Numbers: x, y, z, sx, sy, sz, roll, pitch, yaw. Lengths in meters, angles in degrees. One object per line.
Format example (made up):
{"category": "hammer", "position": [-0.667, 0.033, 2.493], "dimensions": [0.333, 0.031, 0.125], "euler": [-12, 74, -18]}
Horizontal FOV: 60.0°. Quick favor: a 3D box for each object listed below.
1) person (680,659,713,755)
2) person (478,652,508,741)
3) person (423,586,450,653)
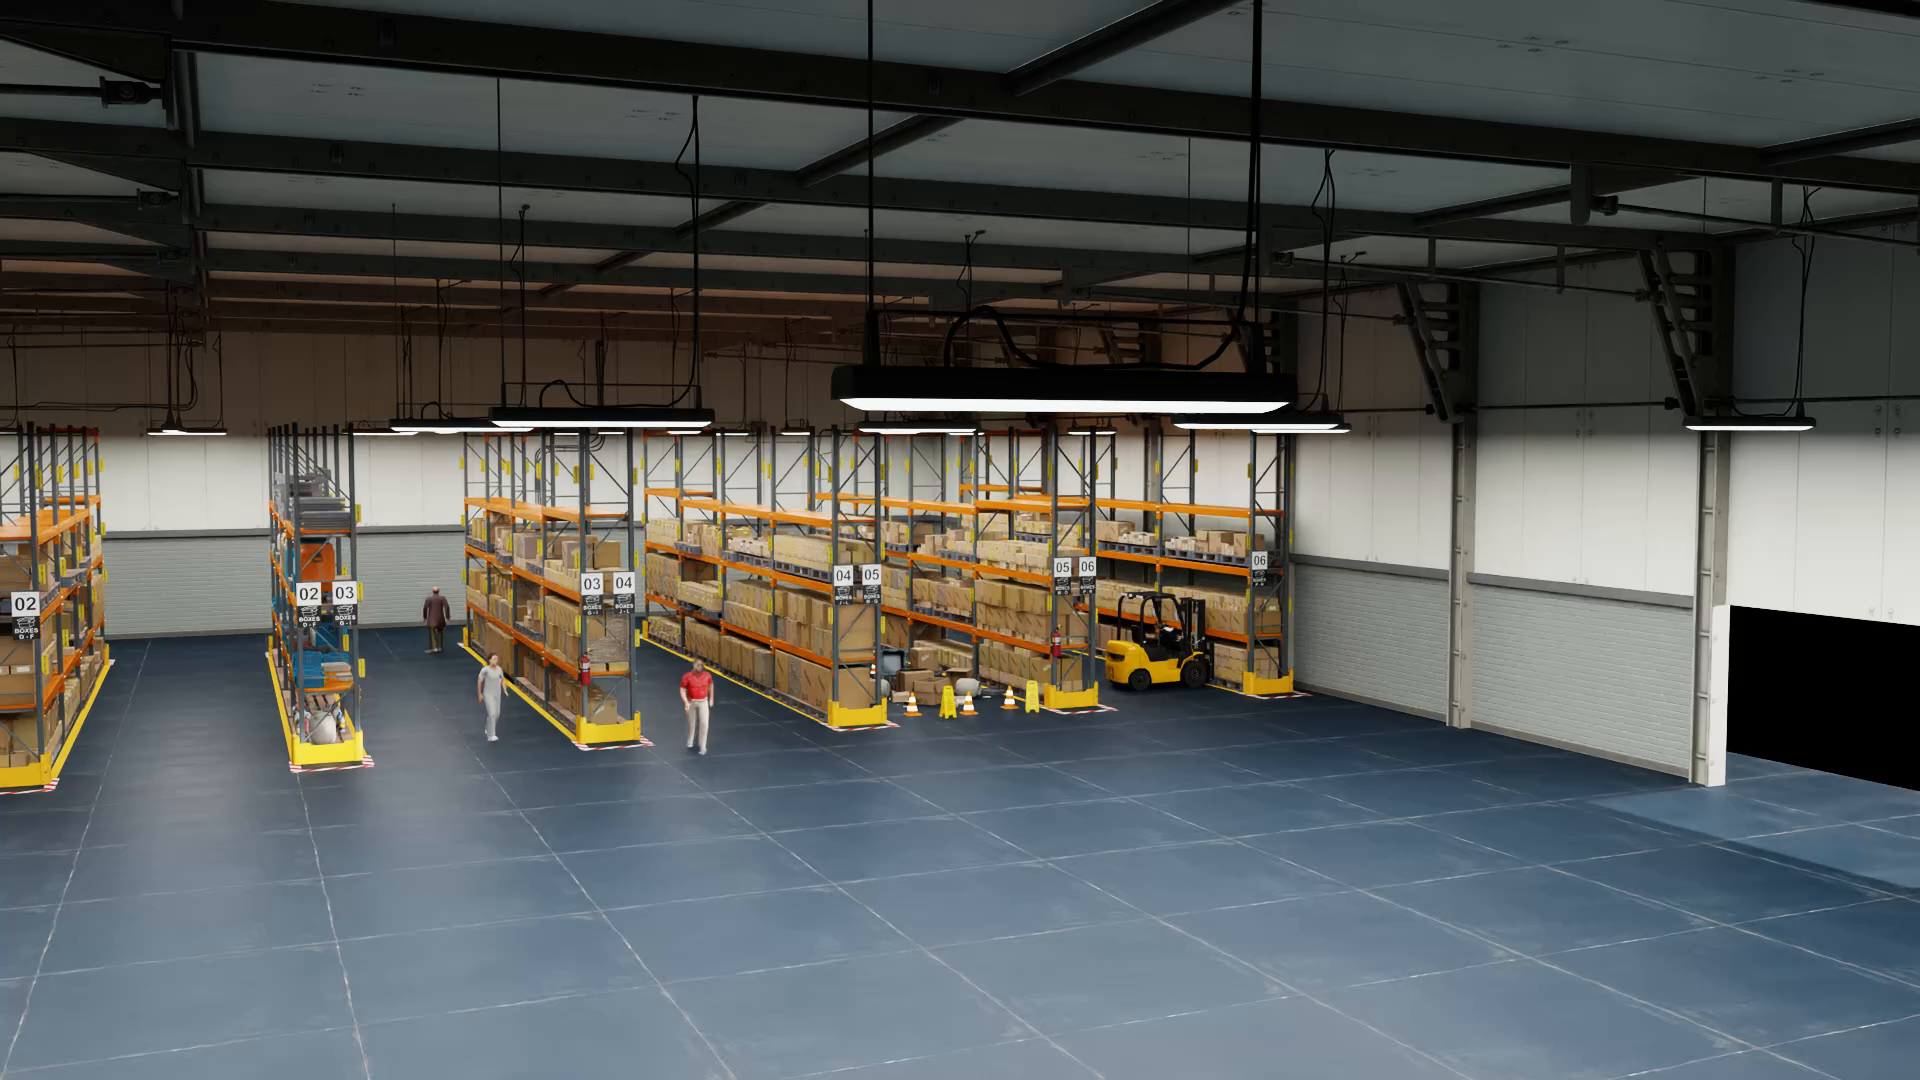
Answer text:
{"category": "person", "position": [-4.817, 3.026, 30.535], "dimensions": [0.639, 1.707, 0.947], "euler": [-1, 4, -16]}
{"category": "person", "position": [-8.899, 2.970, 31.569], "dimensions": [0.653, 1.683, 0.487], "euler": [2, 4, 35]}
{"category": "person", "position": [-14.016, 2.174, 44.560], "dimensions": [0.695, 1.664, 0.644], "euler": [-2, 4, -26]}
